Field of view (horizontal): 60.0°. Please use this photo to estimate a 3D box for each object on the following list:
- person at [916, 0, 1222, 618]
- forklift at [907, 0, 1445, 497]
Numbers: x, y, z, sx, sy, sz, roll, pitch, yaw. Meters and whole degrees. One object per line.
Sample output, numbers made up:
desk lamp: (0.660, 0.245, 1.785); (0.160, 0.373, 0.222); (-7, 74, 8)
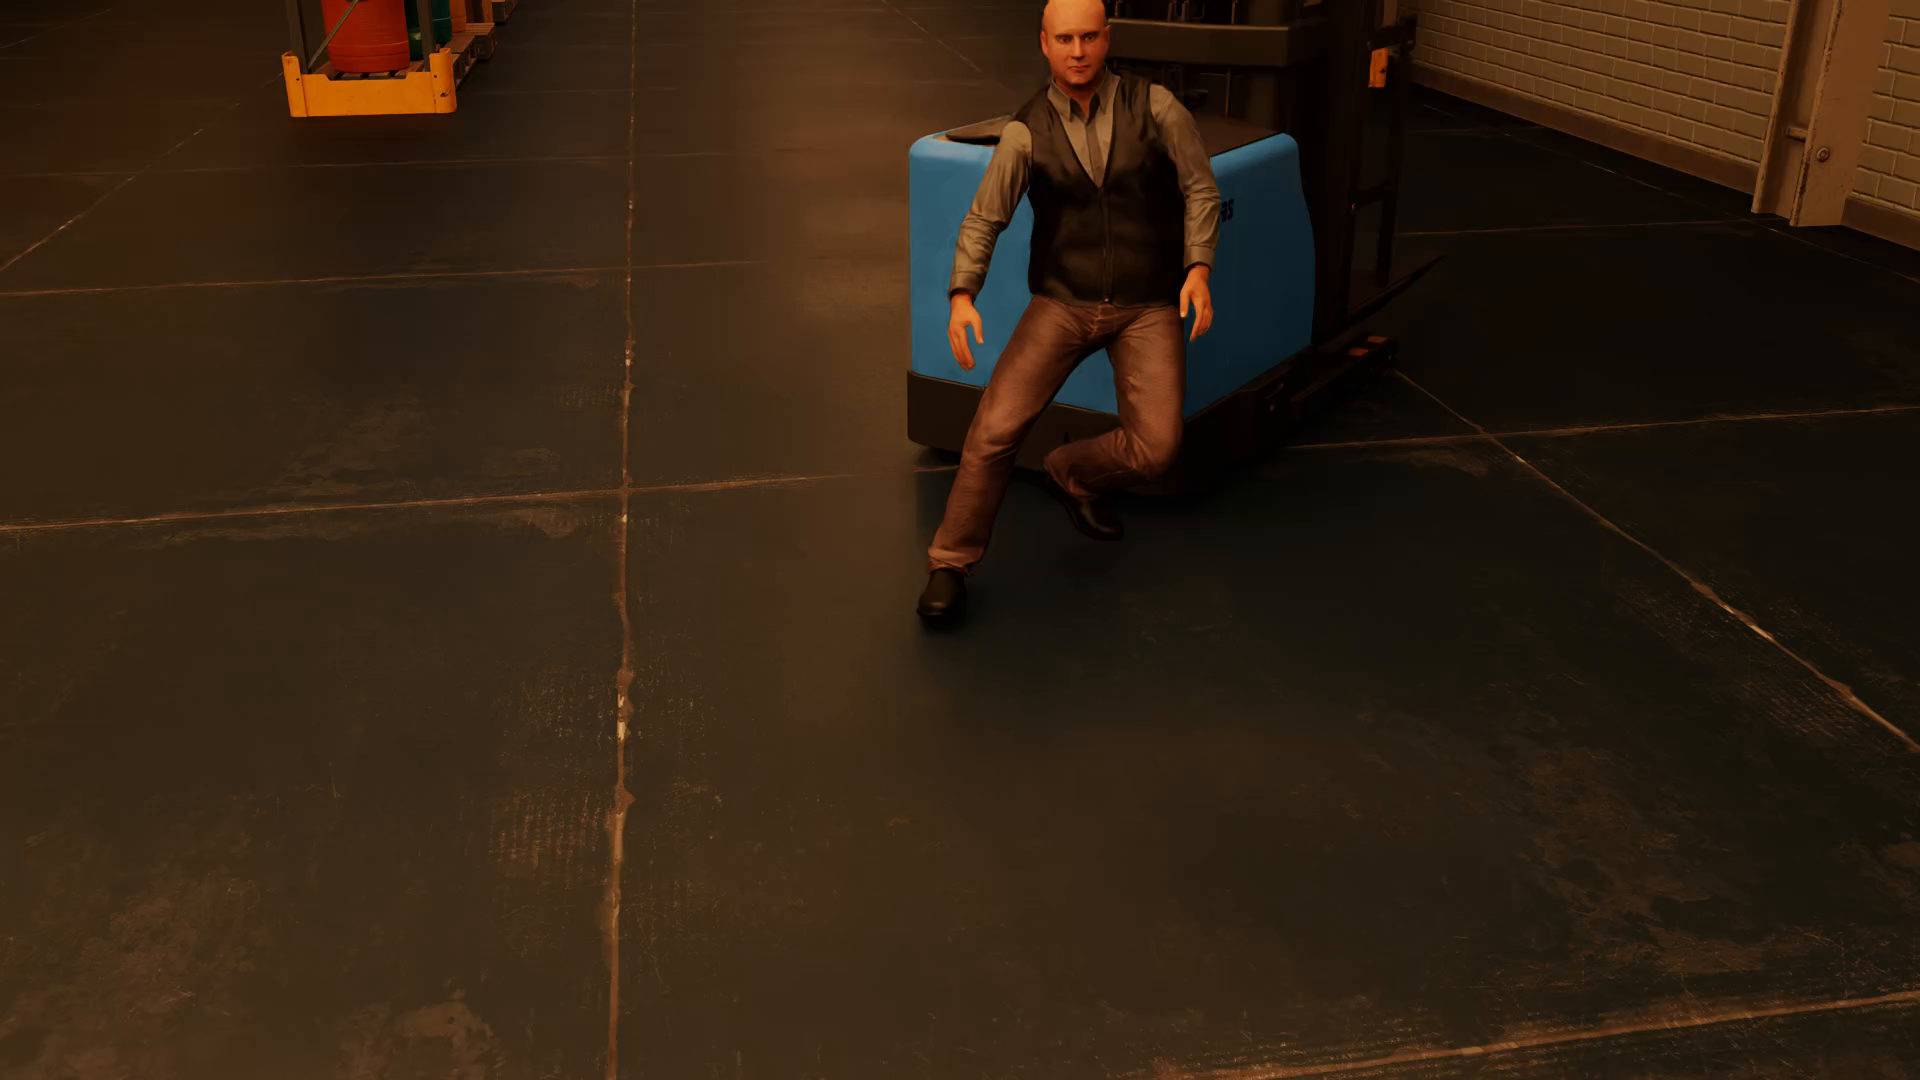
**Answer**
person: (0.293, -0.600, 4.403); (0.772, 1.614, 0.684); (2, 23, 6)
forklift: (1.056, -2.008, 5.983); (1.130, 2.935, 3.031); (15, 27, 31)
